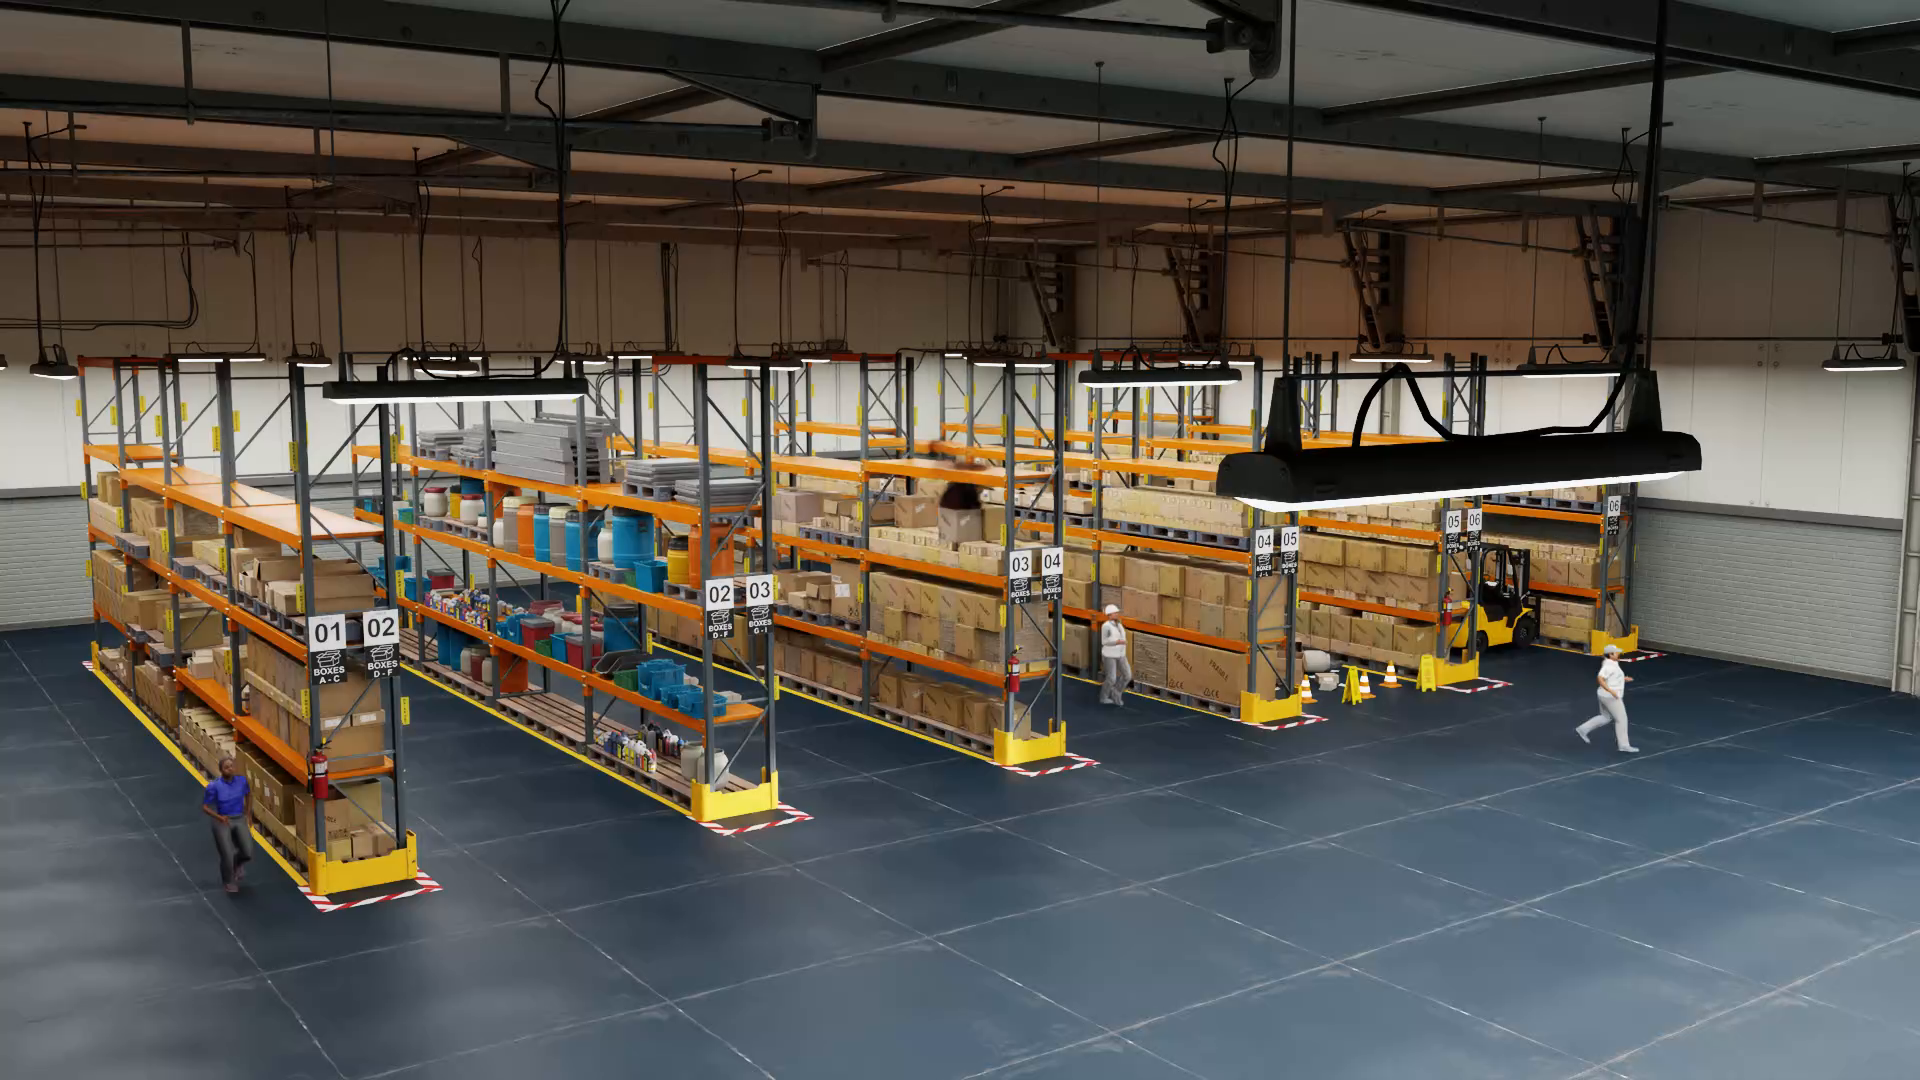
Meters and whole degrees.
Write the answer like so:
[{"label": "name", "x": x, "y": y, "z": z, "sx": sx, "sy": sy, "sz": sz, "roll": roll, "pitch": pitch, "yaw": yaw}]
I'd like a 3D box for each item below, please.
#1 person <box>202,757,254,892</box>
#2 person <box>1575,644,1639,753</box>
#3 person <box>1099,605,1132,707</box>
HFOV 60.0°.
[{"label": "person", "x": -8.302, "y": 3.252, "z": 18.949, "sx": 0.585, "sy": 1.595, "sz": 0.564, "roll": -6, "pitch": 9, "yaw": -40}, {"label": "person", "x": 9.970, "y": 2.413, "z": 25.514, "sx": 0.899, "sy": 1.642, "sz": 0.615, "roll": 2, "pitch": 7, "yaw": 13}, {"label": "person", "x": 2.686, "y": 2.004, "z": 28.573, "sx": 0.640, "sy": 1.789, "sz": 0.669, "roll": -6, "pitch": 9, "yaw": -41}]
